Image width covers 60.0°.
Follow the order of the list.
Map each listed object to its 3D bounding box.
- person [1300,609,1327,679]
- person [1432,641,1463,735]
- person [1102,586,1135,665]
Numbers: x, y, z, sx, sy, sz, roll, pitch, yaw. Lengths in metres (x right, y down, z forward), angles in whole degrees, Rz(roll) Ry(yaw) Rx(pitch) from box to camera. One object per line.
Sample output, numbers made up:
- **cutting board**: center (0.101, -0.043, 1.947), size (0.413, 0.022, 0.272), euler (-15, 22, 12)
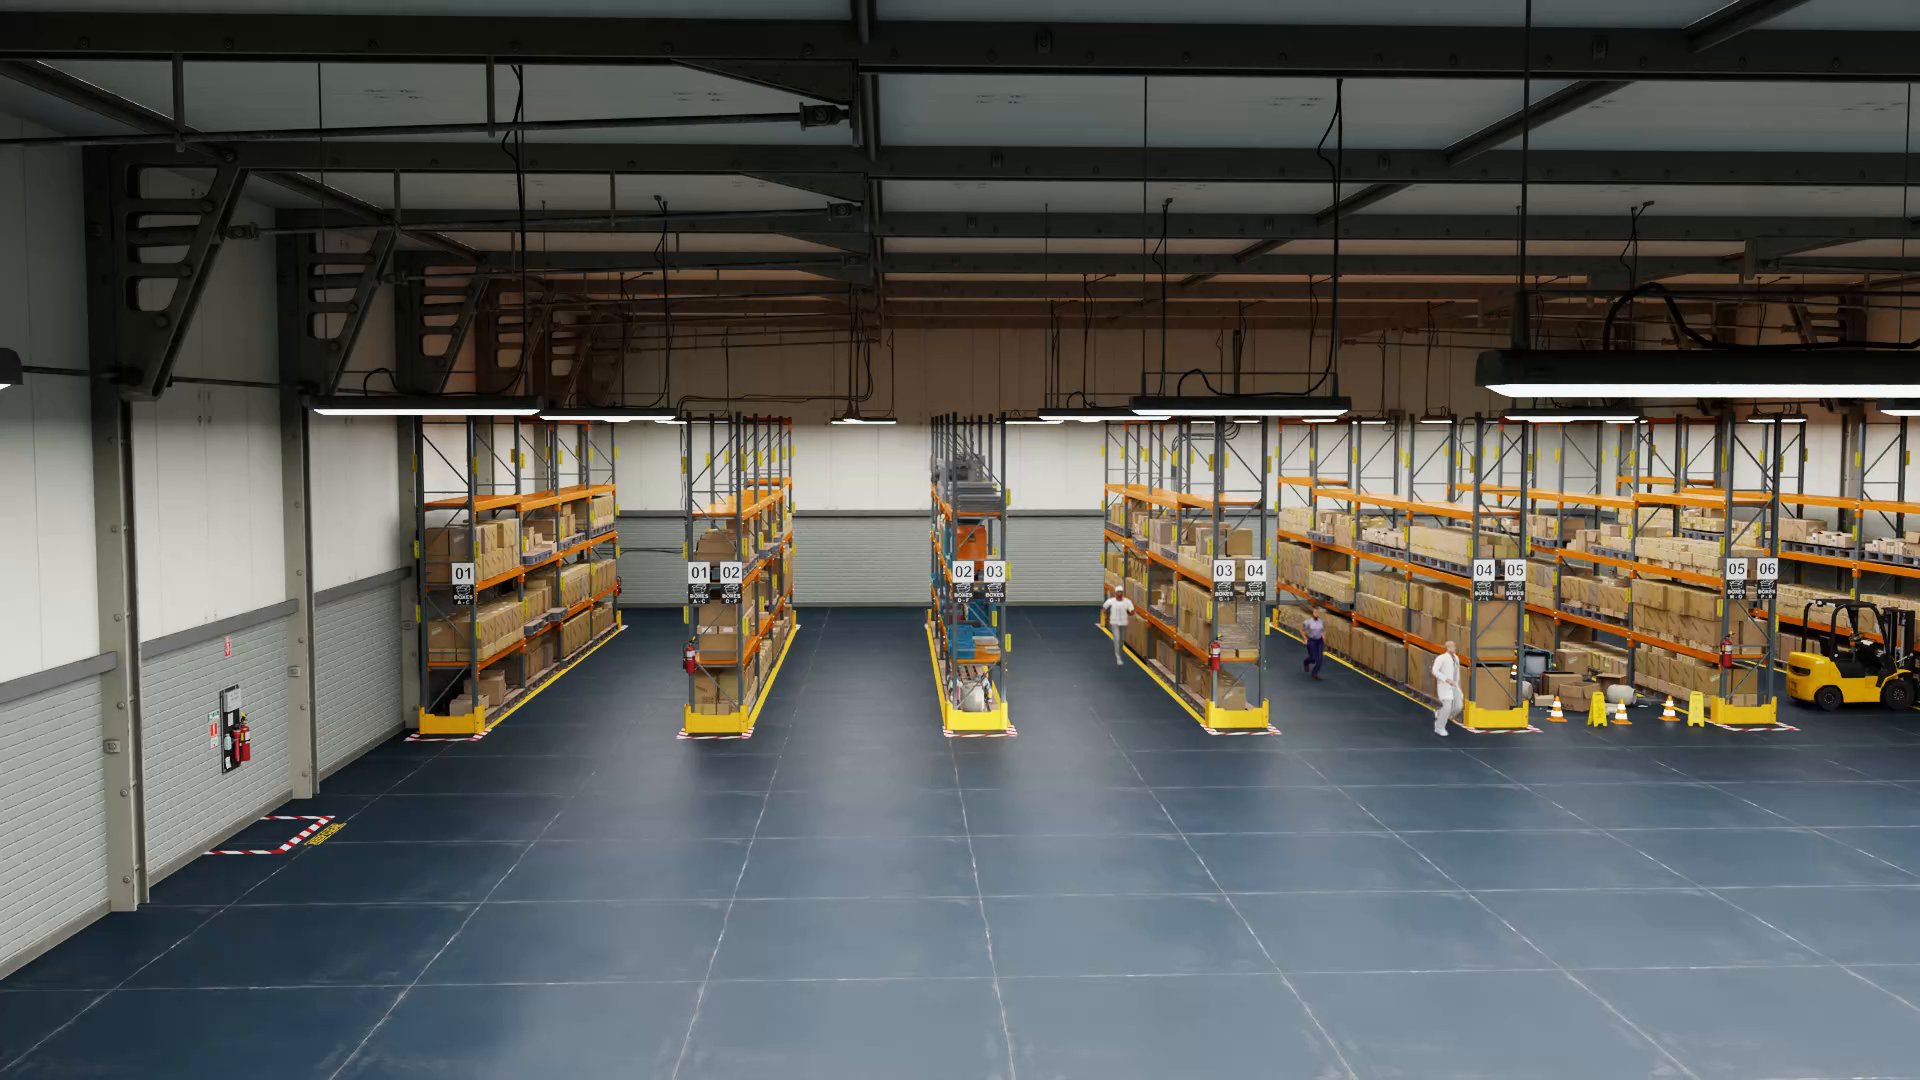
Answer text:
- **person**: center (8.073, 2.354, 37.811), size (0.607, 1.593, 0.551), euler (-1, 4, -12)
- **person**: center (9.138, 2.757, 31.068), size (0.733, 1.738, 0.608), euler (-2, 4, -30)
- **person**: center (3.651, 1.949, 38.019), size (0.700, 1.804, 0.920), euler (-1, 4, -10)
